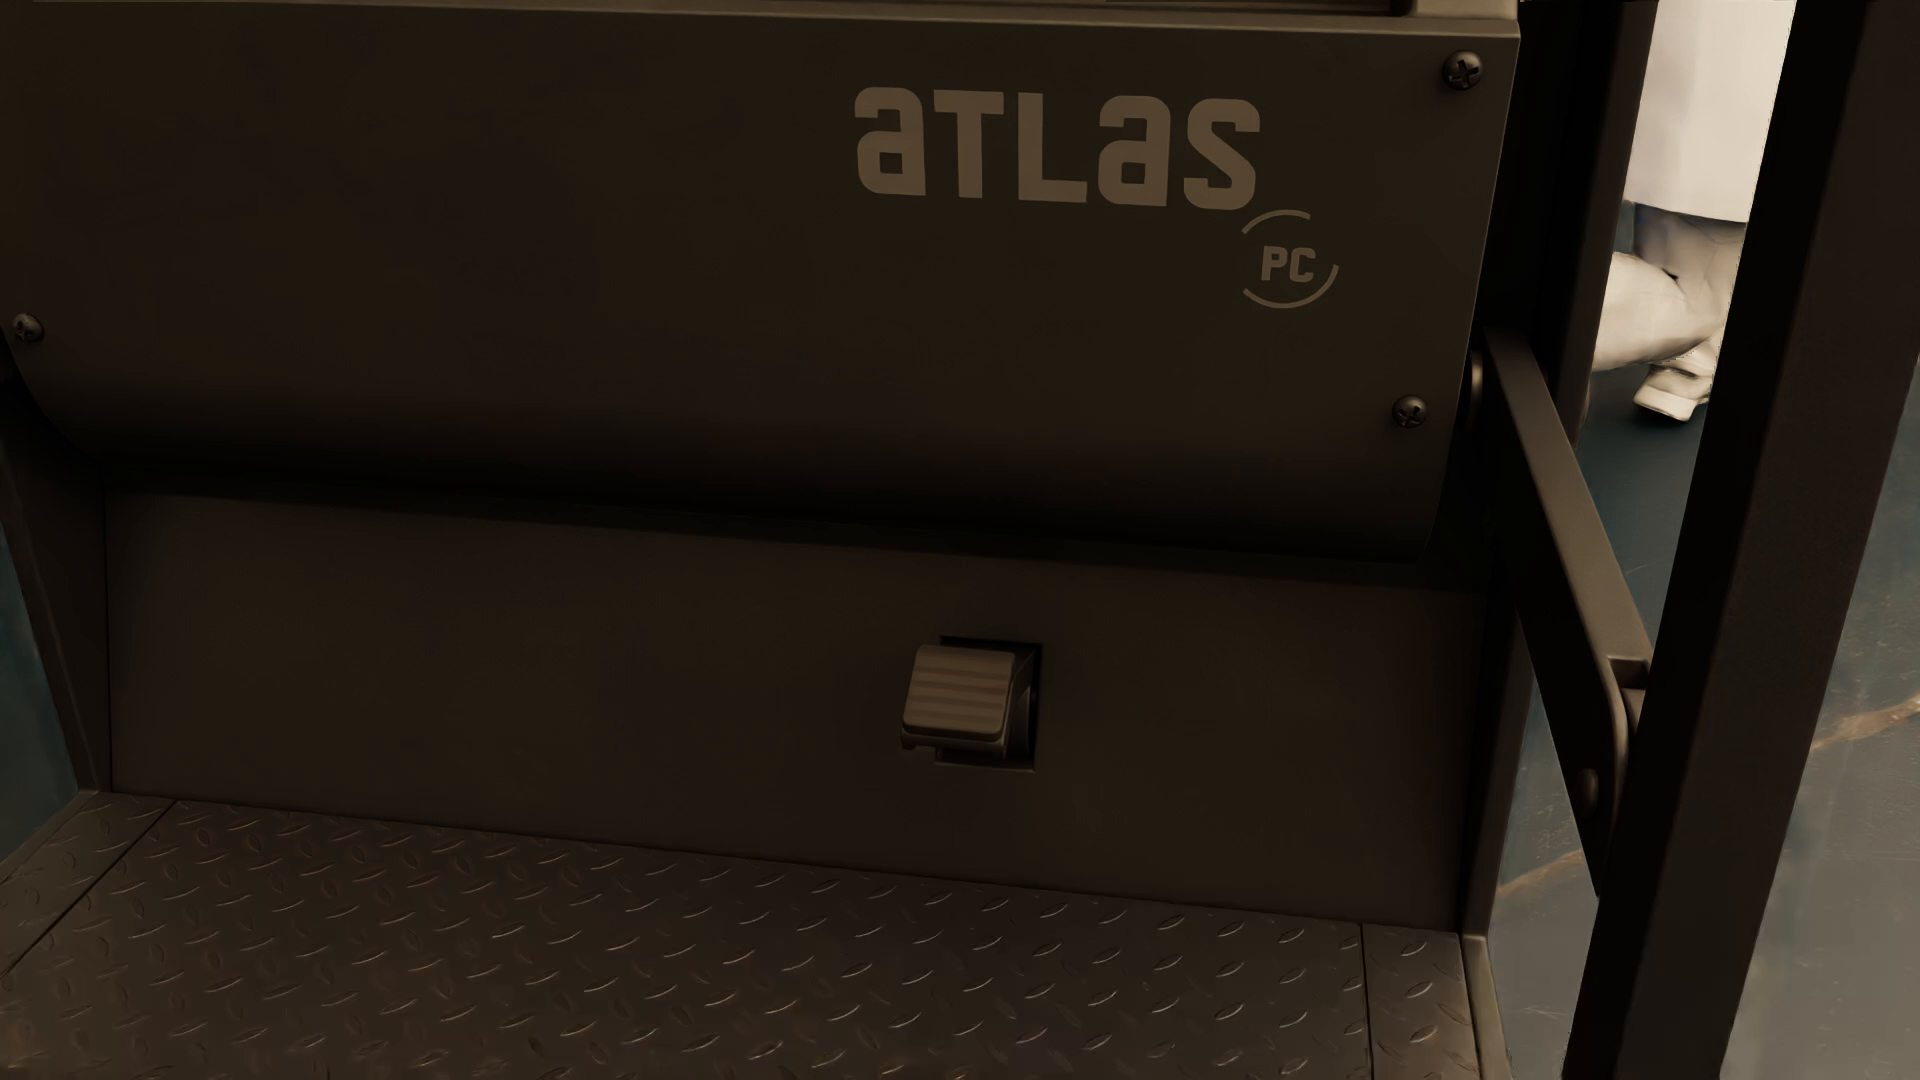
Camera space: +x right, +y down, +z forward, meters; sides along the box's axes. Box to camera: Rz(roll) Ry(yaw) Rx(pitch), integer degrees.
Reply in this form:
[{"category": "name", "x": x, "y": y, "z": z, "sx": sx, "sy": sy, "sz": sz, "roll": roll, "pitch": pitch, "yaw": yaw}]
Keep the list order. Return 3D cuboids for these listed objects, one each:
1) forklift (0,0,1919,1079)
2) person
[{"category": "forklift", "x": -0.197, "y": -0.659, "z": 0.560, "sx": 1.130, "sy": 2.935, "sz": 3.031, "roll": 4, "pitch": 27, "yaw": 8}, {"category": "person", "x": 1.011, "y": -0.855, "z": 2.583, "sx": 0.975, "sy": 1.536, "sz": 0.721, "roll": -20, "pitch": 33, "yaw": -34}]
